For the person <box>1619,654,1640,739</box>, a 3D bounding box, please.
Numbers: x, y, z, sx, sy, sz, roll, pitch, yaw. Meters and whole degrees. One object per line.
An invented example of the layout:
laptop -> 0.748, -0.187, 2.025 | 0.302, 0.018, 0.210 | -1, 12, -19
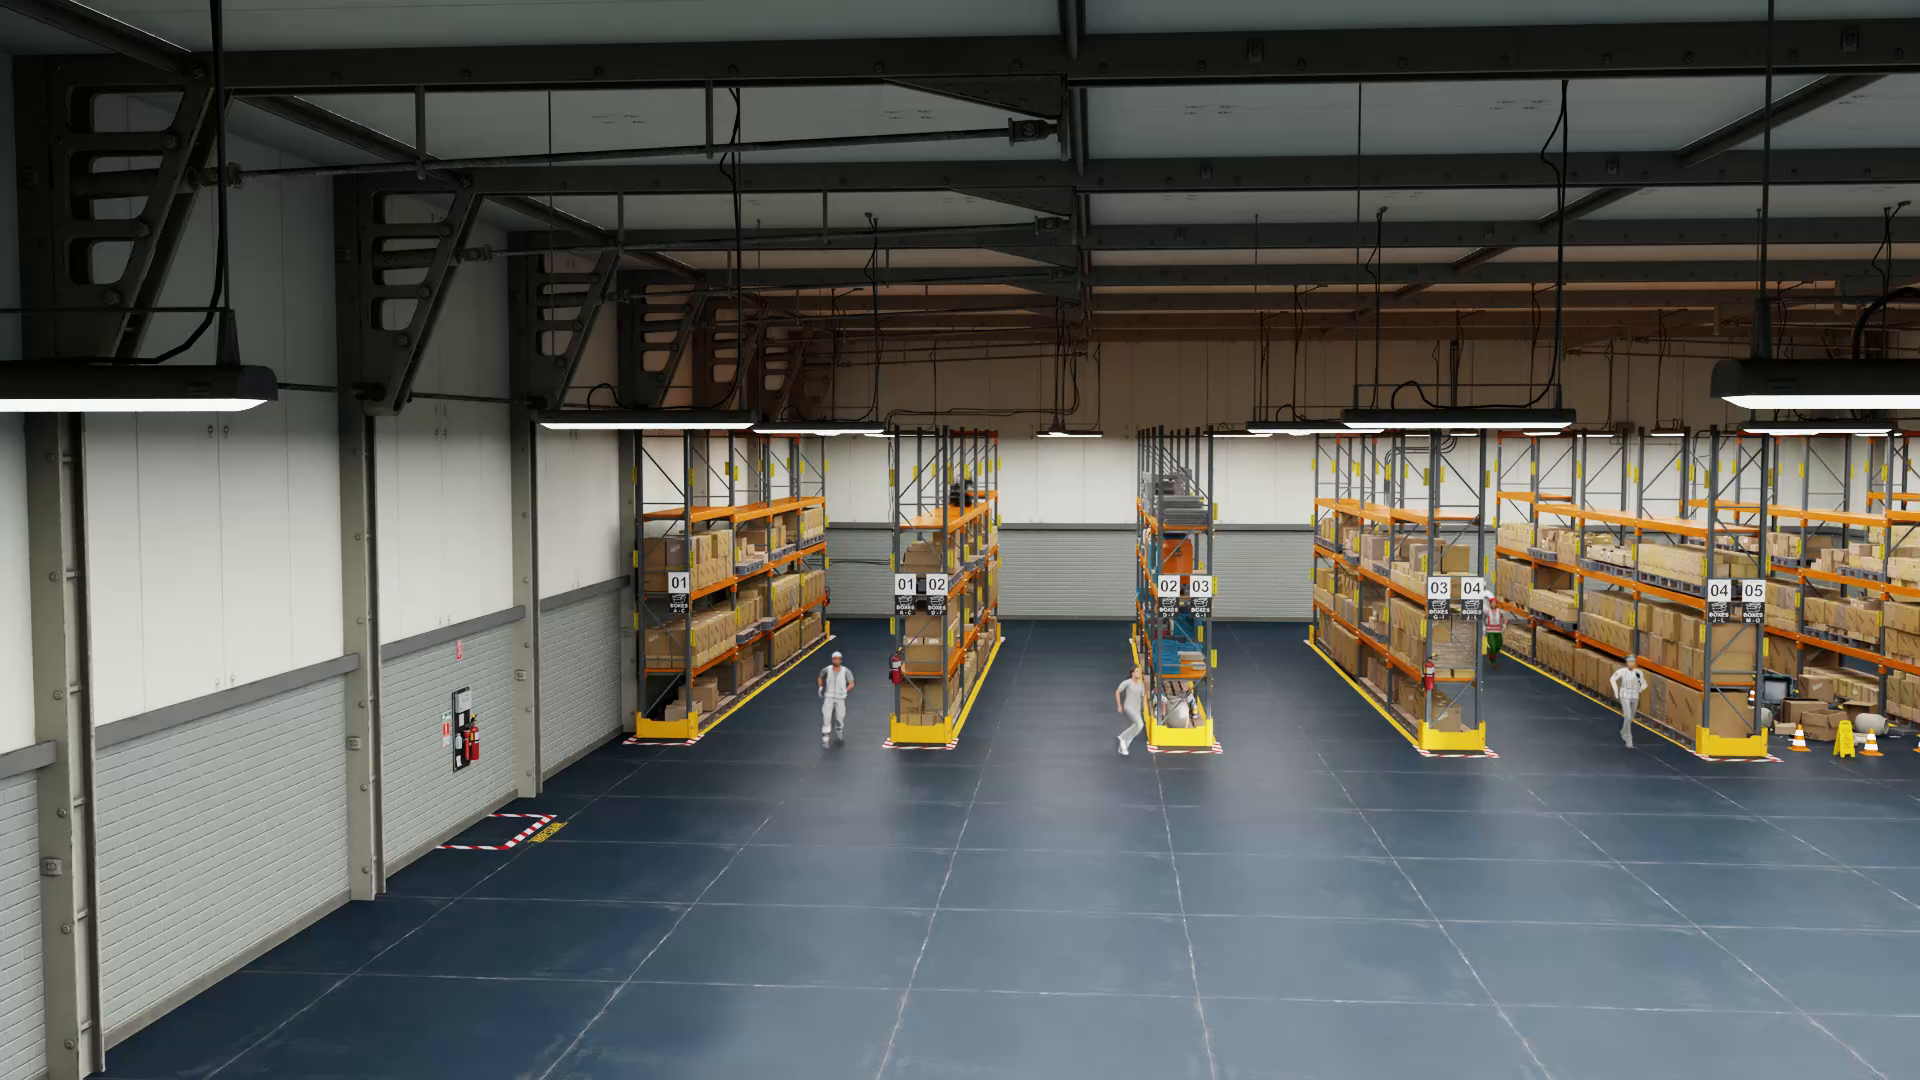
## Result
person -> 12.595, 2.929, 31.342 | 0.374, 1.598, 0.642 | 0, 3, 2

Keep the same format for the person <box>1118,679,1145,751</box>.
person -> 3.215, 3.192, 30.287 | 0.544, 1.312, 0.538 | -3, 4, -38

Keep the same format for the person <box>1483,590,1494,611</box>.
person -> 14.839, 1.722, 47.306 | 0.420, 0.647, 0.711 | -1, 4, -13

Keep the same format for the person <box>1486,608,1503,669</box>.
person -> 13.453, 2.453, 41.916 | 0.417, 1.530, 0.735 | 1, 3, 9

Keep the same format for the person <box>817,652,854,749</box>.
person -> -2.341, 2.973, 31.177 | 0.696, 1.747, 0.942 | 0, 3, 1
